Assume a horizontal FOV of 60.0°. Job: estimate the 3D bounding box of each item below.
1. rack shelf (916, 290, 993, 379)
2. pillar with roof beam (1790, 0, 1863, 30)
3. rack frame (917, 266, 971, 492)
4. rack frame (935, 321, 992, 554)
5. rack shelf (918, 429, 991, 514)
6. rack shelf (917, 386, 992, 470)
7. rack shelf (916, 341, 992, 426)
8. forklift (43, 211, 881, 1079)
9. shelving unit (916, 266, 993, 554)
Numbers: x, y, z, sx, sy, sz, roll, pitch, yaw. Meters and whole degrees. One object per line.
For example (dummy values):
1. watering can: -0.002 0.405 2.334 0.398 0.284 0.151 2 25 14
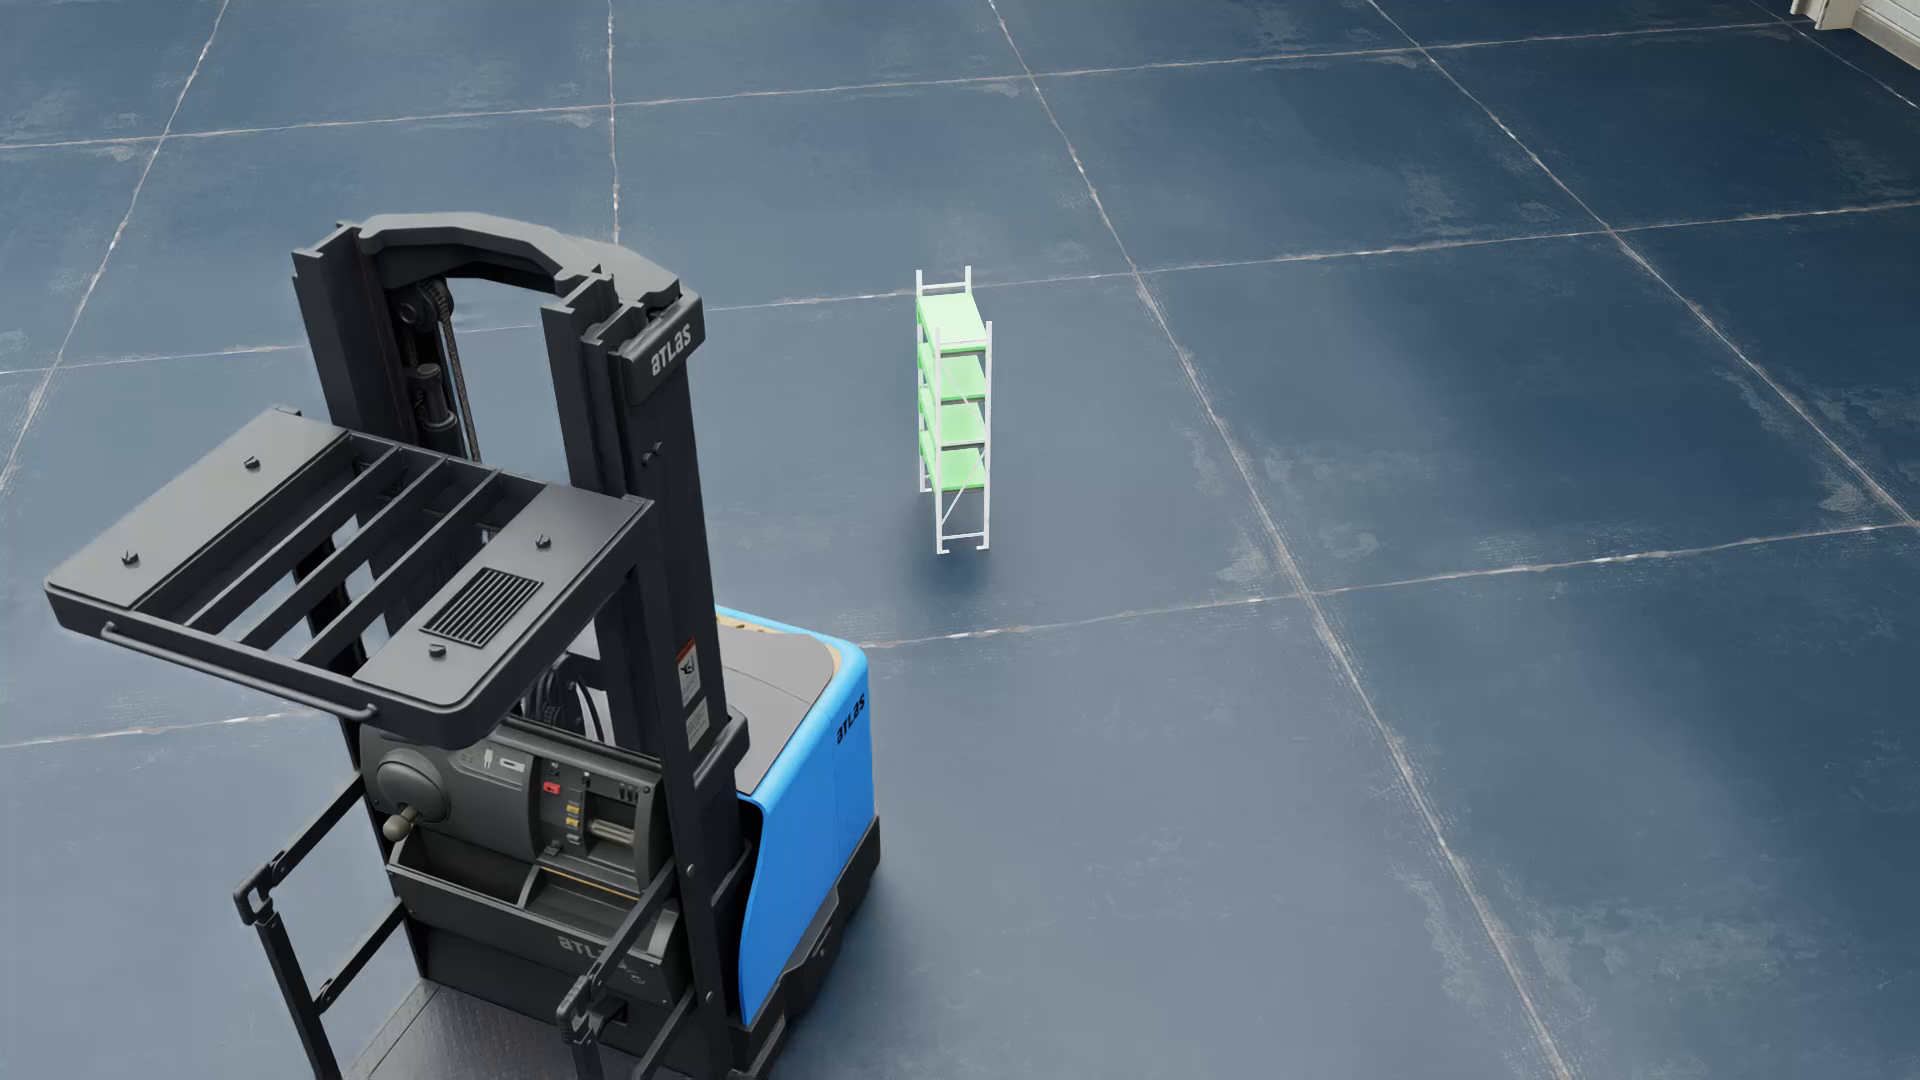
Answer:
1. rack shelf: -0.029 -0.902 7.255 0.258 0.148 0.480 -6 38 -8
2. pillar with roof beam: 2.487 -7.152 9.621 9.100 9.000 0.400 -6 38 -8
3. rack frame: -0.072 -0.721 7.700 0.240 1.200 0.015 -6 38 -8
4. rack frame: 0.014 -0.426 7.321 0.240 1.200 0.015 -6 38 -8
5. rack shelf: -0.029 -0.334 7.697 0.258 0.148 0.480 -6 38 -8
6. rack shelf: -0.029 -0.523 7.550 0.258 0.148 0.480 -6 38 -8
7. rack shelf: -0.029 -0.713 7.403 0.258 0.148 0.480 -6 38 -8
8. forklift: -1.315 0.770 4.370 1.130 2.935 3.031 14 40 17
9. shelving unit: -0.029 -0.574 7.511 0.258 1.200 0.503 -6 38 -8
